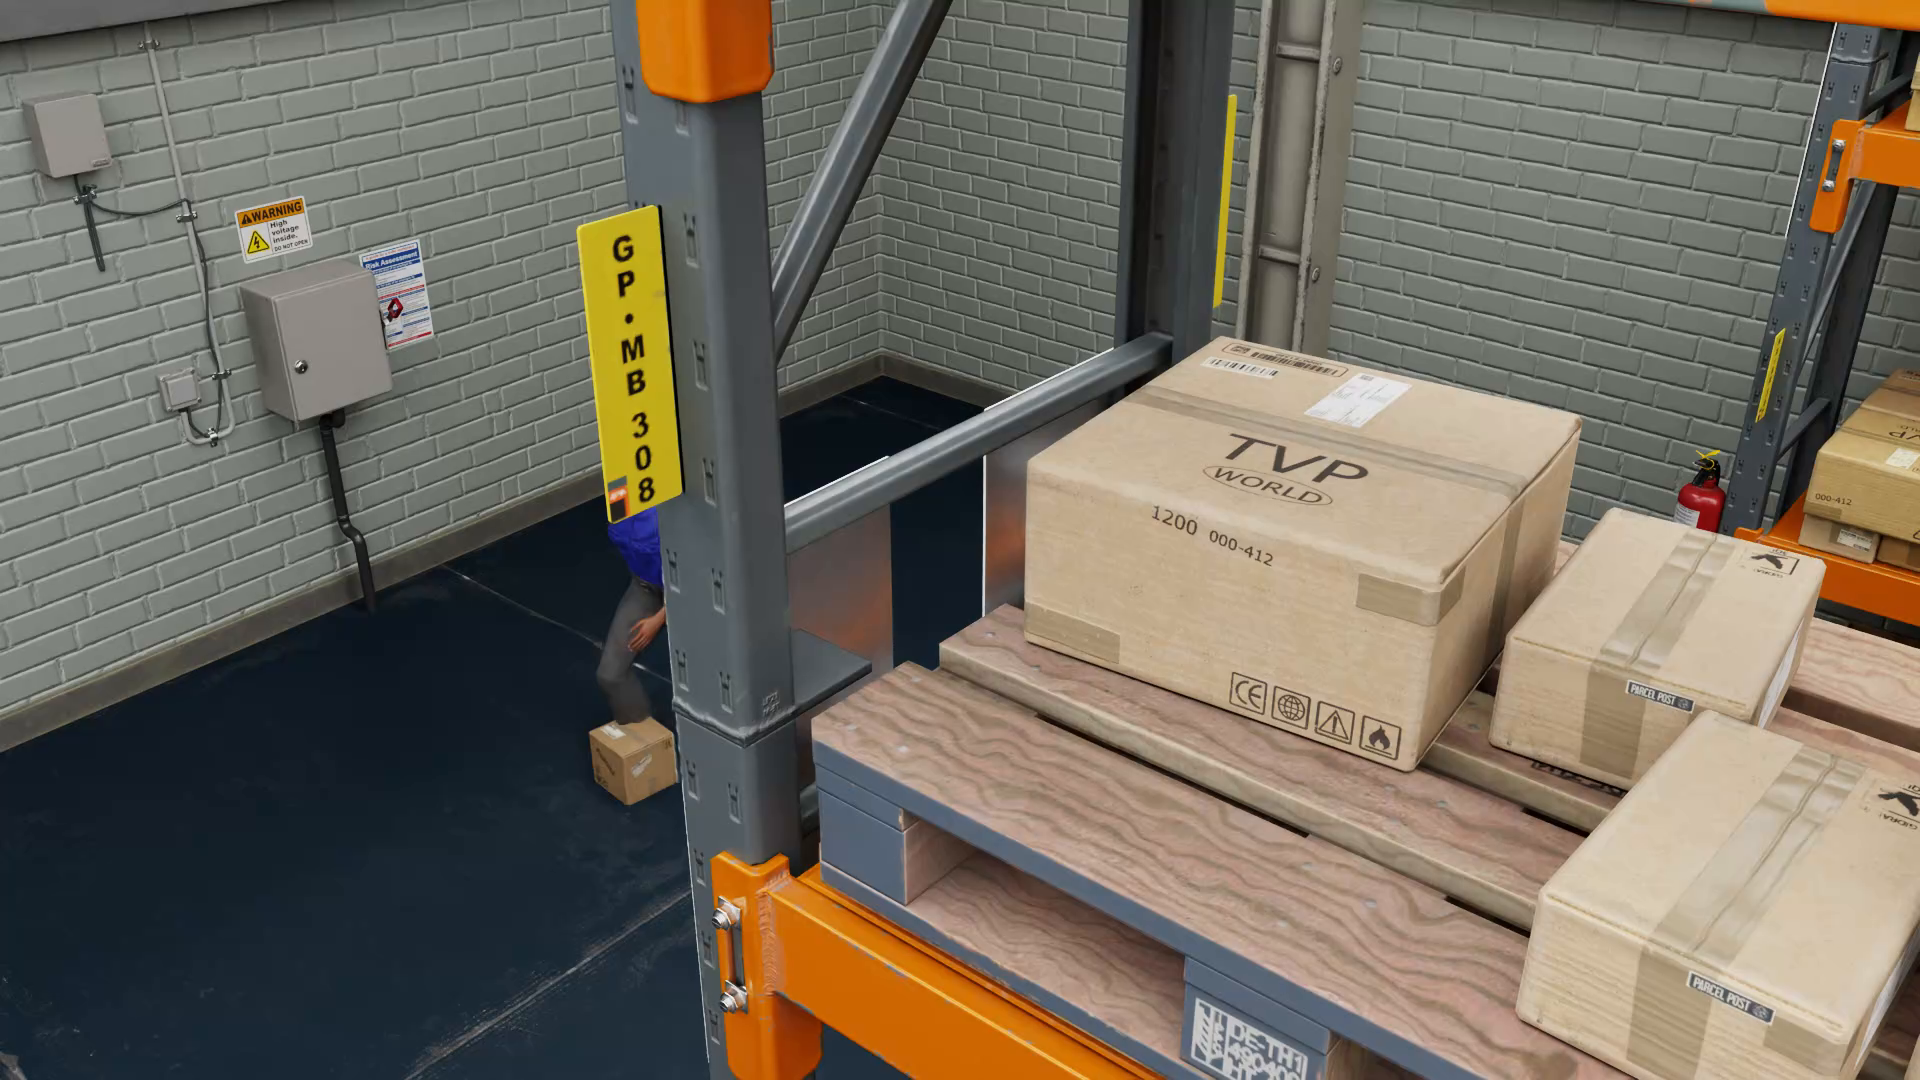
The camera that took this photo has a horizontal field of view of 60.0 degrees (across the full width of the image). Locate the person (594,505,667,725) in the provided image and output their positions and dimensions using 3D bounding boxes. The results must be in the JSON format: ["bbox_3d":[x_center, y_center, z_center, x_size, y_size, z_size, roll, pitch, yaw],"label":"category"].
[{"bbox_3d":[-1.186,0.227,6.768,0.590,1.612,0.791,17,32,29],"label":"person"}]
